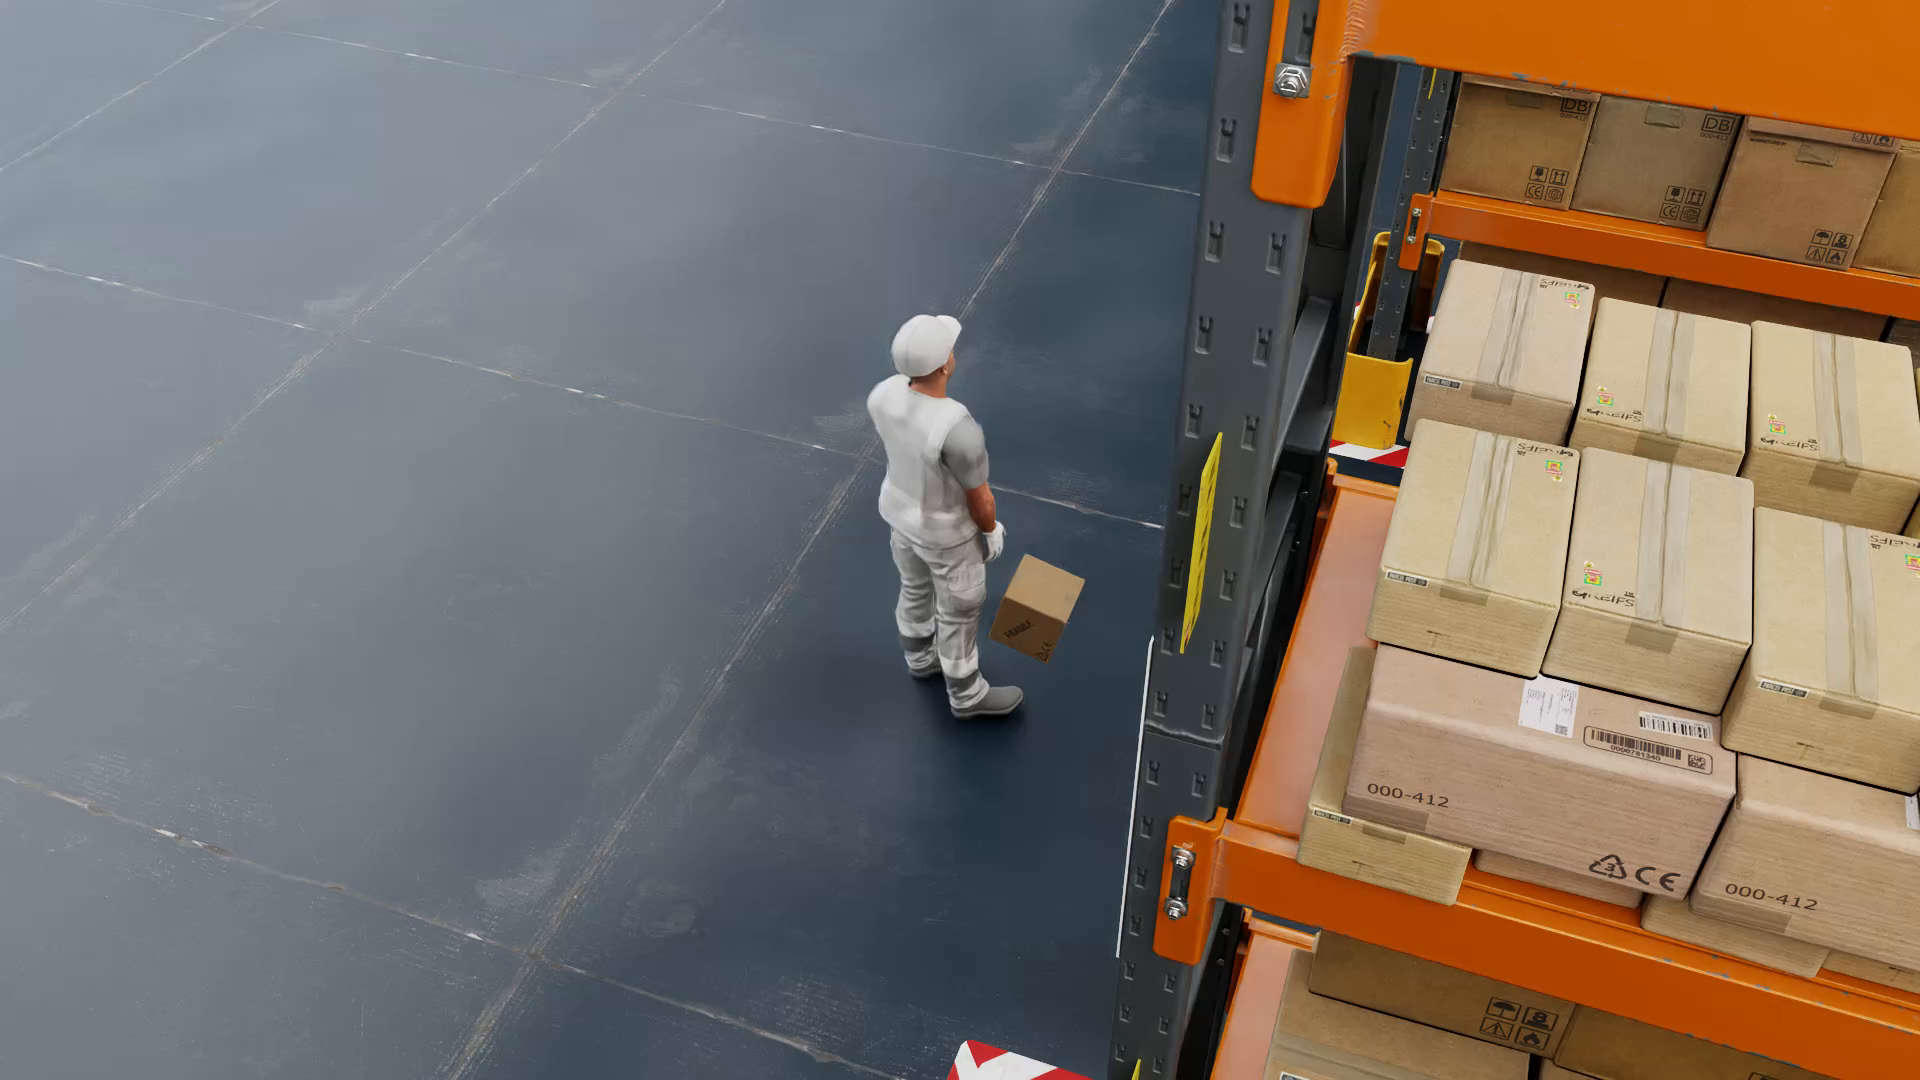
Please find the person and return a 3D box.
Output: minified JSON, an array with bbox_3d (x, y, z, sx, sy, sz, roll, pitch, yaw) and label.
[{"bbox_3d":[-0.040,-0.081,6.198,0.436,1.802,0.563,-33,51,-32],"label":"person"}]
